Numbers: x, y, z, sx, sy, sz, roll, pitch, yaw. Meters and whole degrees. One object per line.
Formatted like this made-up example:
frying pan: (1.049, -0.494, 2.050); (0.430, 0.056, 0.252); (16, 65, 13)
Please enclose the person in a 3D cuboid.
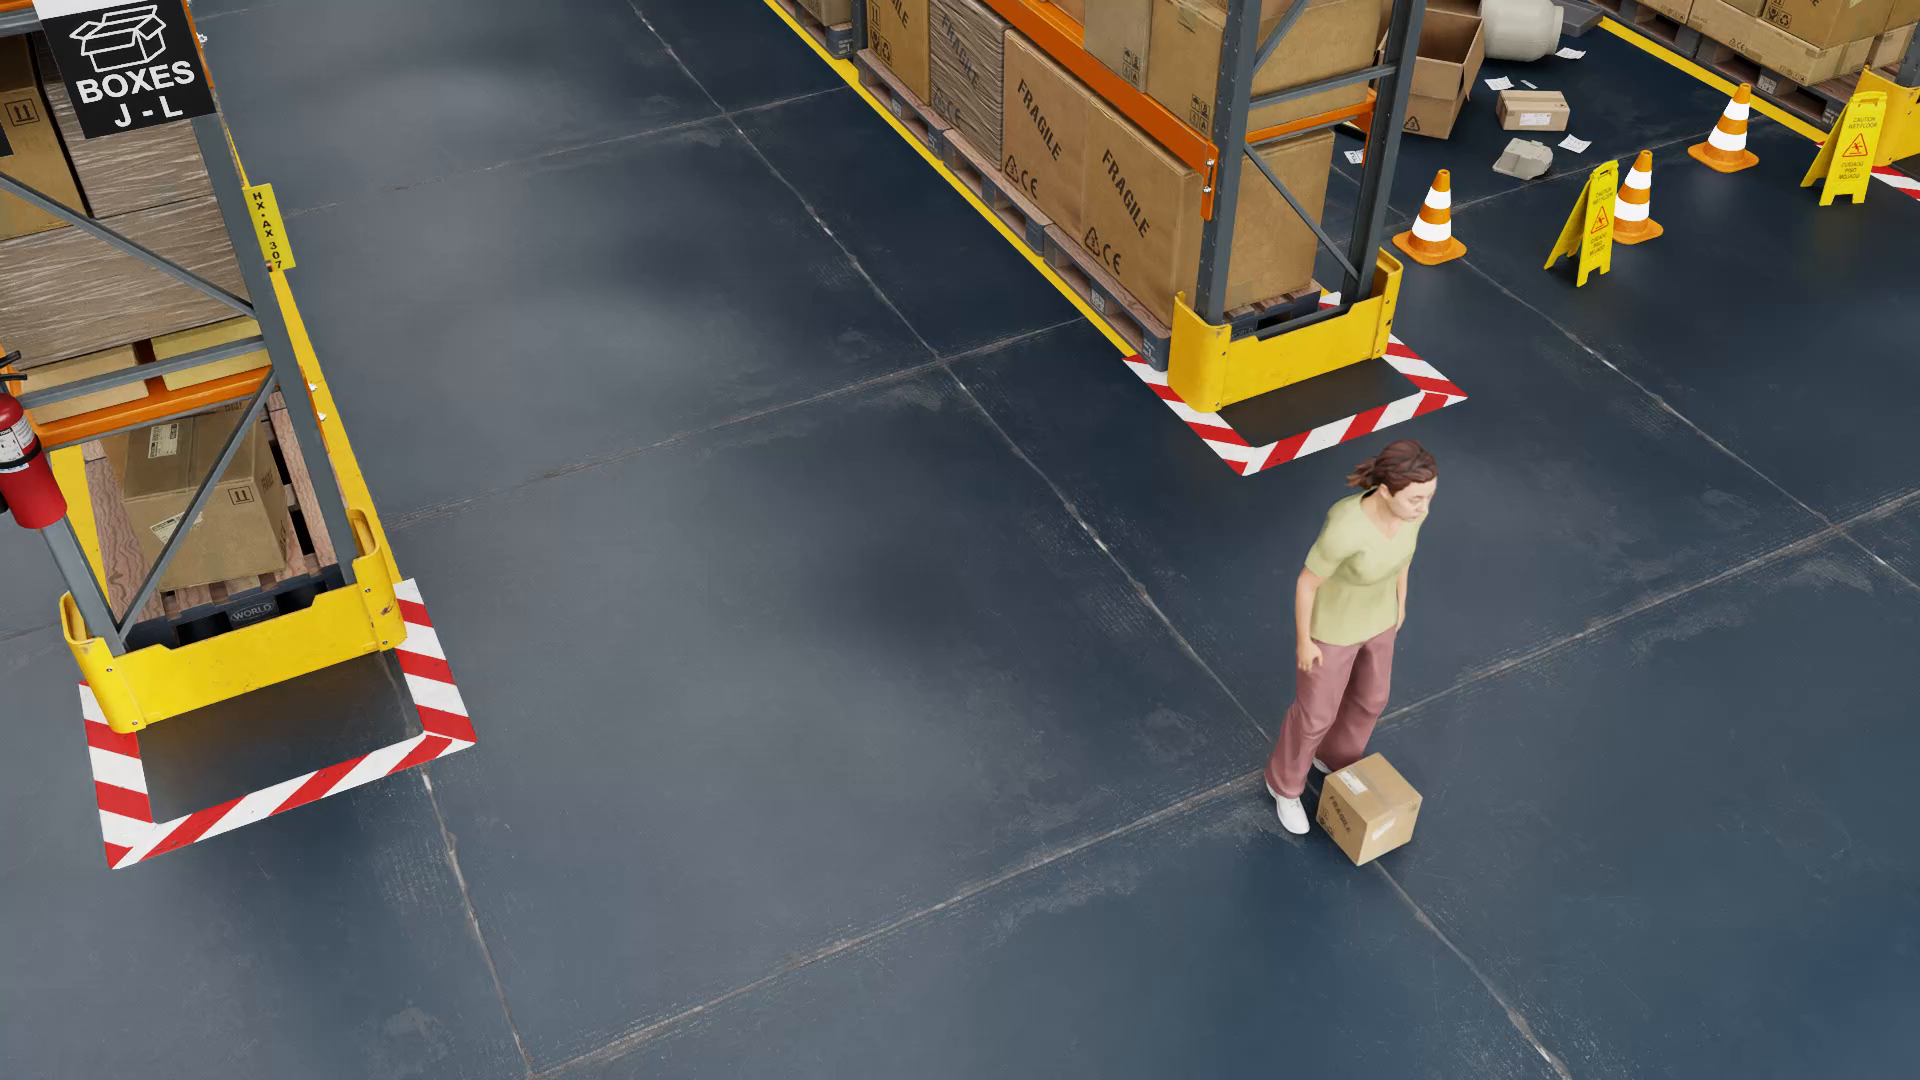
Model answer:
person: (1.377, 0.310, 5.809); (0.502, 1.671, 0.361); (-21, 45, -22)
